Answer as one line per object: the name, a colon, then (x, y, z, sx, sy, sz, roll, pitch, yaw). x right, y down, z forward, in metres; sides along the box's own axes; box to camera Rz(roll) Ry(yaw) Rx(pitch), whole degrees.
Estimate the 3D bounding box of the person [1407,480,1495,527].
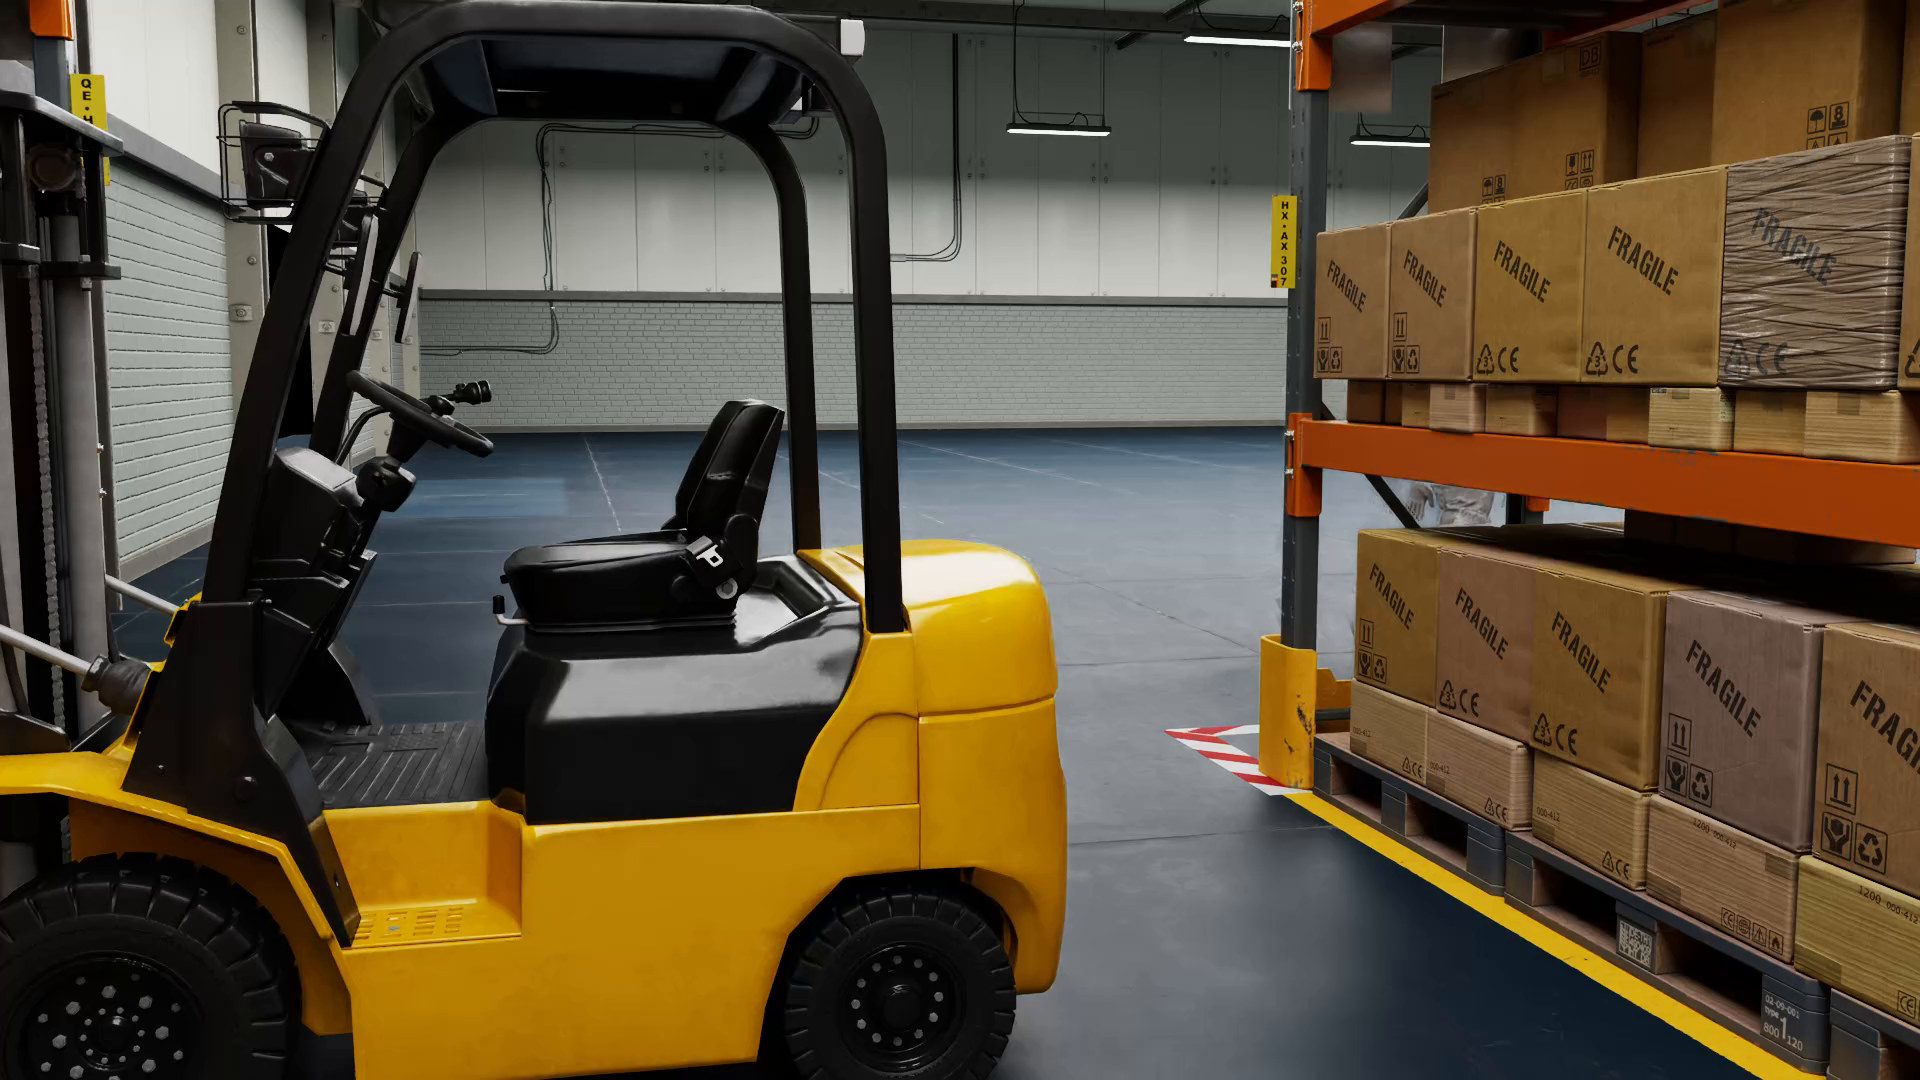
person: (2.672, -0.300, 8.618, 1.048, 1.733, 0.553, -2, 6, -18)
